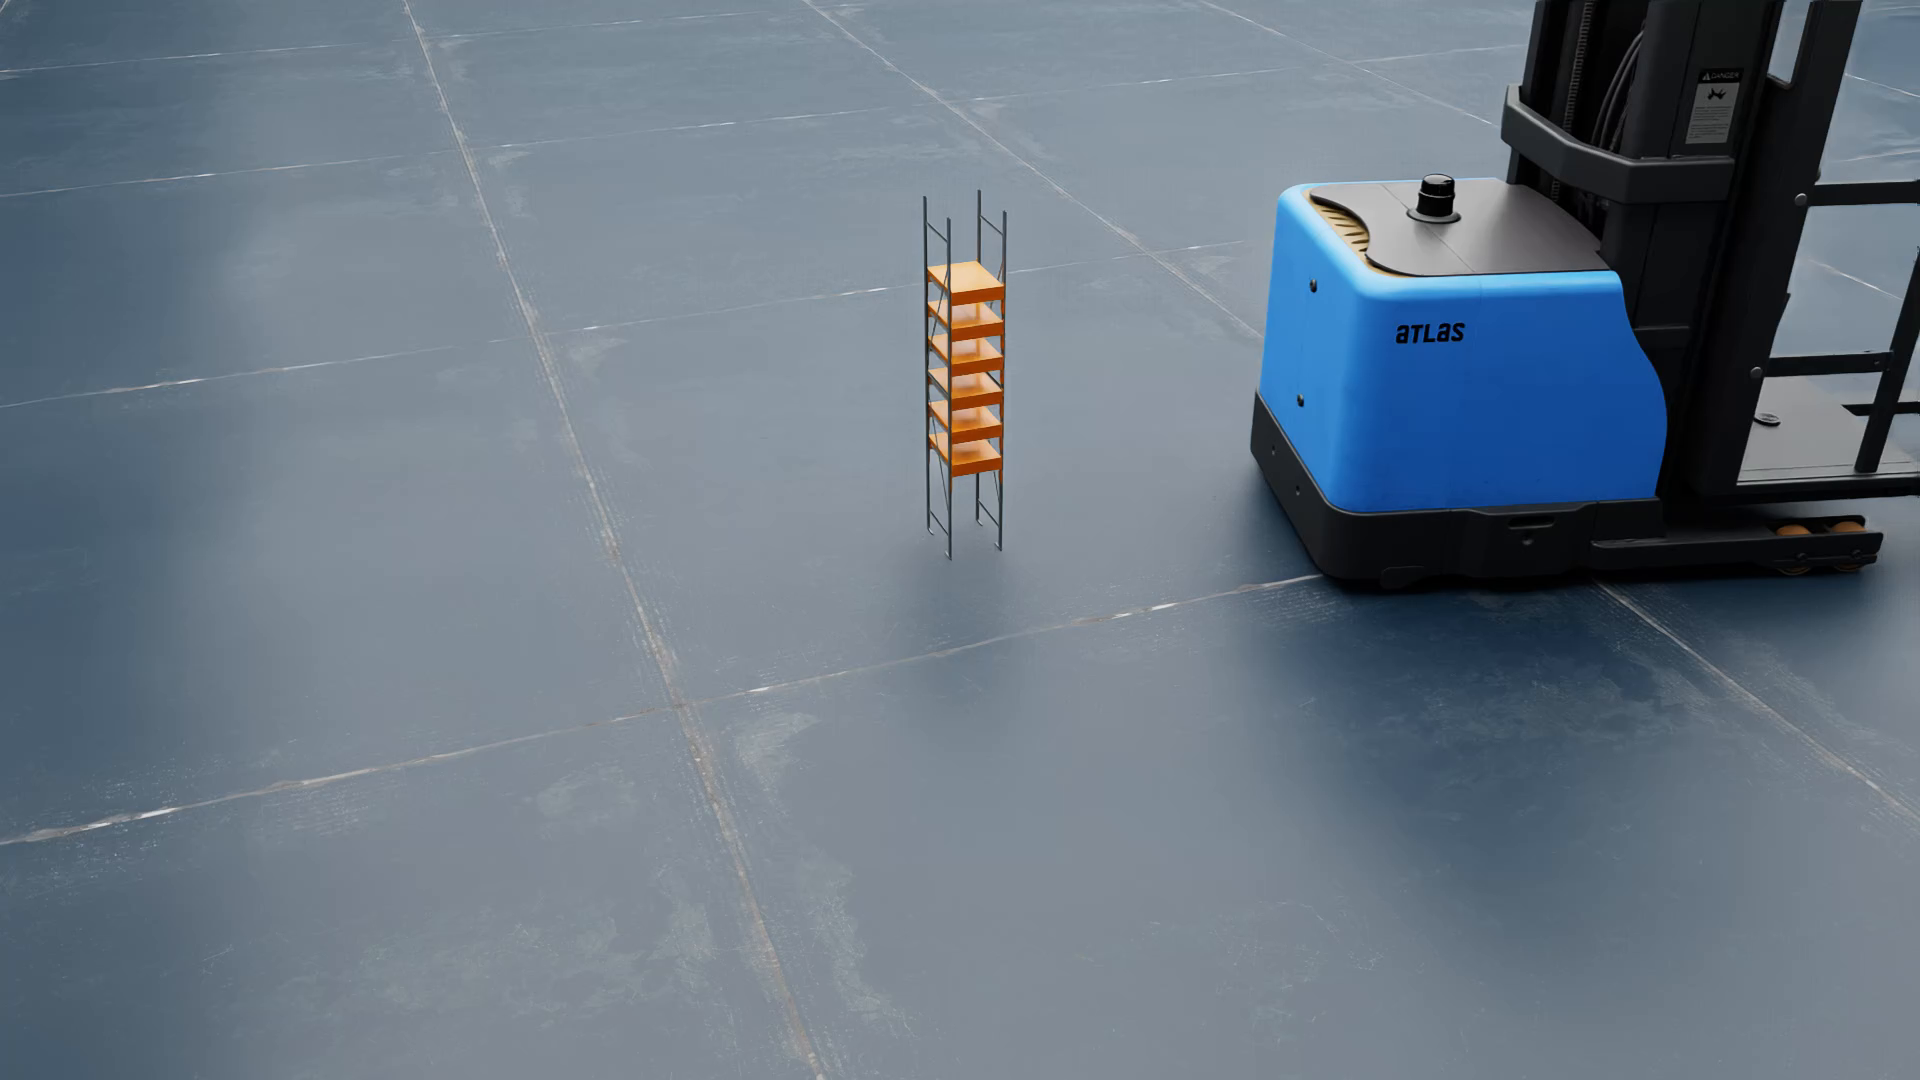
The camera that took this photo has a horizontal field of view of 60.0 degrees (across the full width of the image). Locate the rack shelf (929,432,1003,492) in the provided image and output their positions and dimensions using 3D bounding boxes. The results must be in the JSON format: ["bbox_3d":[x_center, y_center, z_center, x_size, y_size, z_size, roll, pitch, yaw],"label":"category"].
[{"bbox_3d":[0.014,-0.277,5.598,0.180,0.103,0.258,-10,31,-18],"label":"rack shelf"}]

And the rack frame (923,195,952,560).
[{"bbox_3d":[-0.072,-0.508,5.430,0.006,1.200,0.240,-10,31,-18],"label":"rack frame"}]

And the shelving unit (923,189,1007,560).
[{"bbox_3d":[0.014,-0.524,5.457,0.189,1.200,0.258,-10,31,-18],"label":"shelving unit"}]

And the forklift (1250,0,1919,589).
[{"bbox_3d":[2.632,-1.414,5.271,3.031,2.935,1.130,-3,30,-5],"label":"forklift"}]

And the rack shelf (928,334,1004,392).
[{"bbox_3d":[0.014,-0.589,5.420,0.180,0.103,0.258,-10,31,-18],"label":"rack shelf"}]

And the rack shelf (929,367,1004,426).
[{"bbox_3d":[0.014,-0.485,5.479,0.180,0.103,0.258,-10,31,-18],"label":"rack shelf"}]

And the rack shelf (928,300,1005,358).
[{"bbox_3d":[0.014,-0.694,5.361,0.180,0.103,0.258,-10,31,-18],"label":"rack shelf"}]

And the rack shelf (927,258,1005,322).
[{"bbox_3d":[0.014,-0.798,5.301,0.180,0.103,0.258,-10,31,-18],"label":"rack shelf"}]

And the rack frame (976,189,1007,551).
[{"bbox_3d":[0.099,-0.540,5.485,0.006,1.200,0.240,-10,31,-18],"label":"rack frame"}]

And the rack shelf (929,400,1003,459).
[{"bbox_3d":[0.014,-0.381,5.539,0.180,0.103,0.258,-10,31,-18],"label":"rack shelf"}]
